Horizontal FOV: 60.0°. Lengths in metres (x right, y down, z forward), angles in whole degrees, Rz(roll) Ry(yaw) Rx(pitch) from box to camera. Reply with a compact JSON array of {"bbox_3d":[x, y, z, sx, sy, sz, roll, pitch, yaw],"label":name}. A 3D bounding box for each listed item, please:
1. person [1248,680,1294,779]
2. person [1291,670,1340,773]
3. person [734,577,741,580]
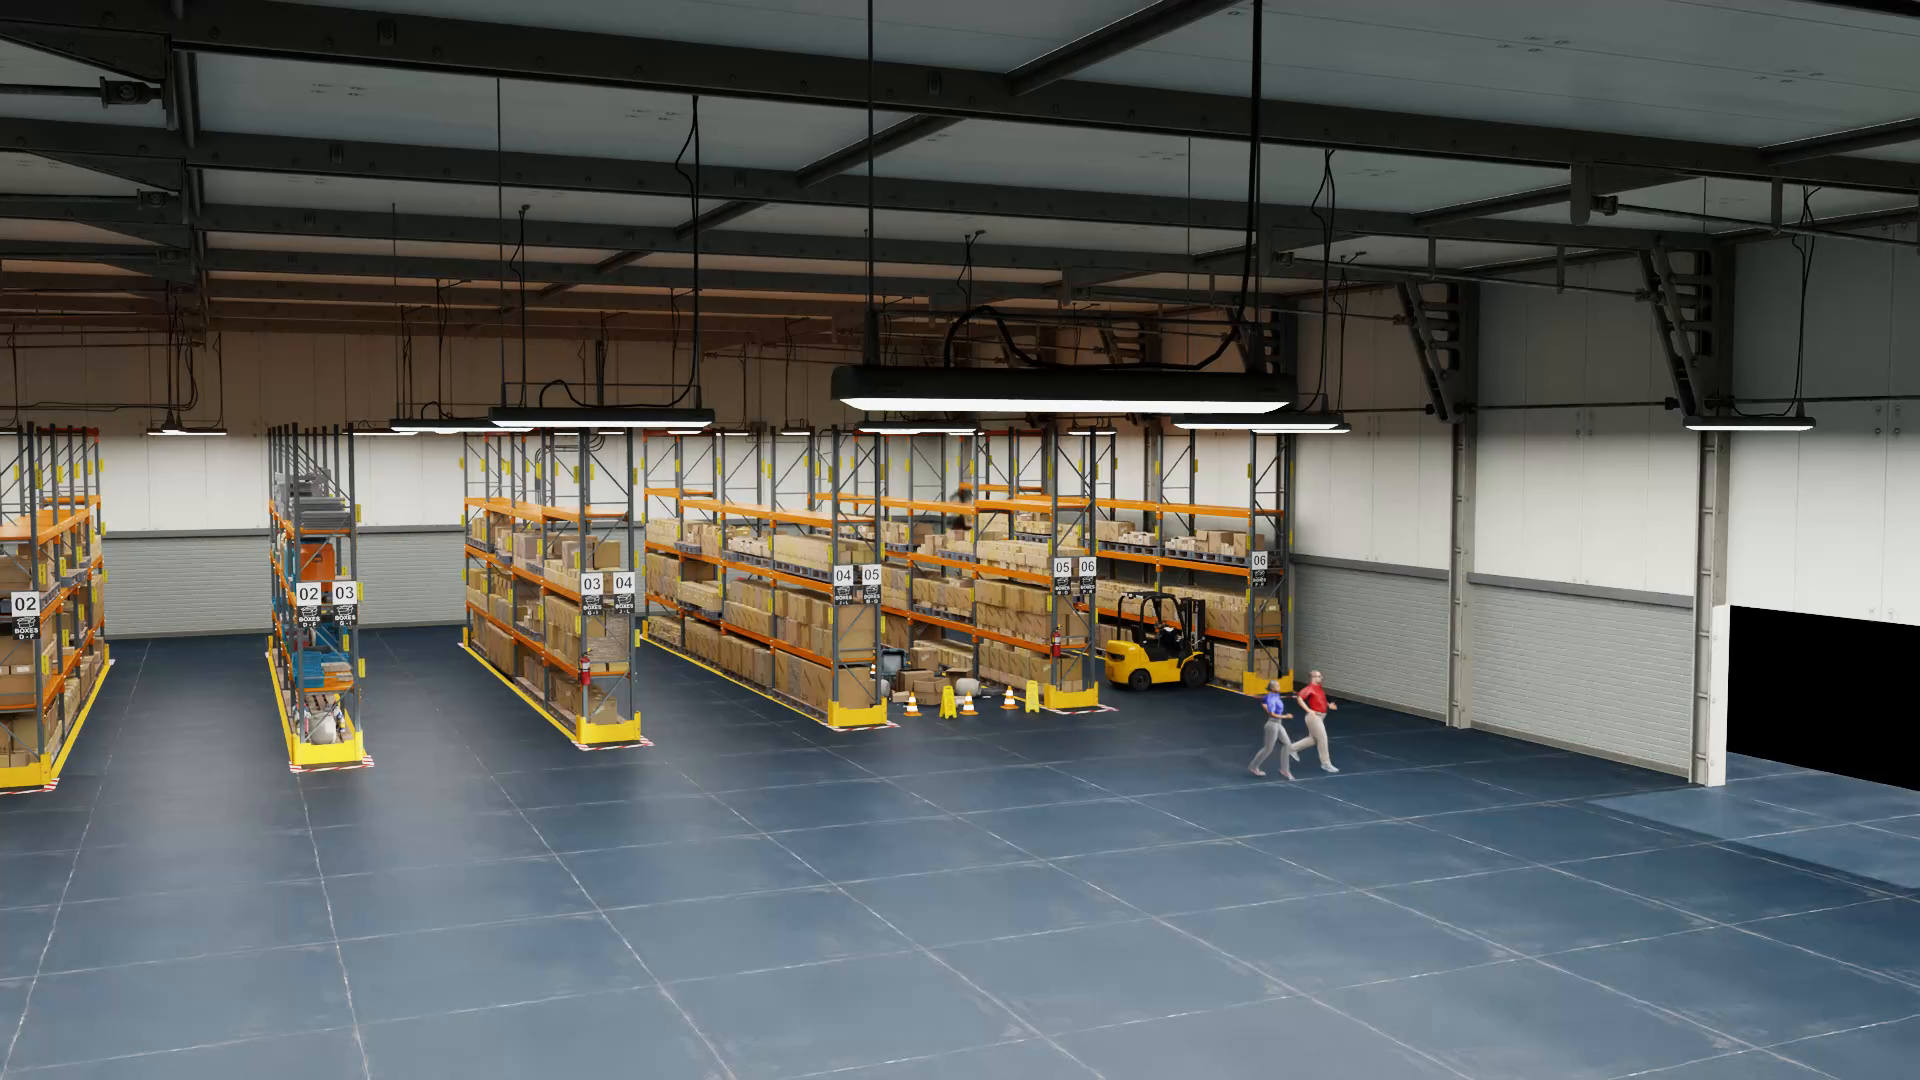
[{"bbox_3d":[5.252,3.203,28.019,0.759,1.697,0.581,1,4,21],"label":"person"},{"bbox_3d":[6.118,3.115,28.724,0.927,1.736,0.664,2,4,25],"label":"person"},{"bbox_3d":[-6.299,1.924,47.342,0.683,1.768,0.928,-3,5,-39],"label":"person"}]
